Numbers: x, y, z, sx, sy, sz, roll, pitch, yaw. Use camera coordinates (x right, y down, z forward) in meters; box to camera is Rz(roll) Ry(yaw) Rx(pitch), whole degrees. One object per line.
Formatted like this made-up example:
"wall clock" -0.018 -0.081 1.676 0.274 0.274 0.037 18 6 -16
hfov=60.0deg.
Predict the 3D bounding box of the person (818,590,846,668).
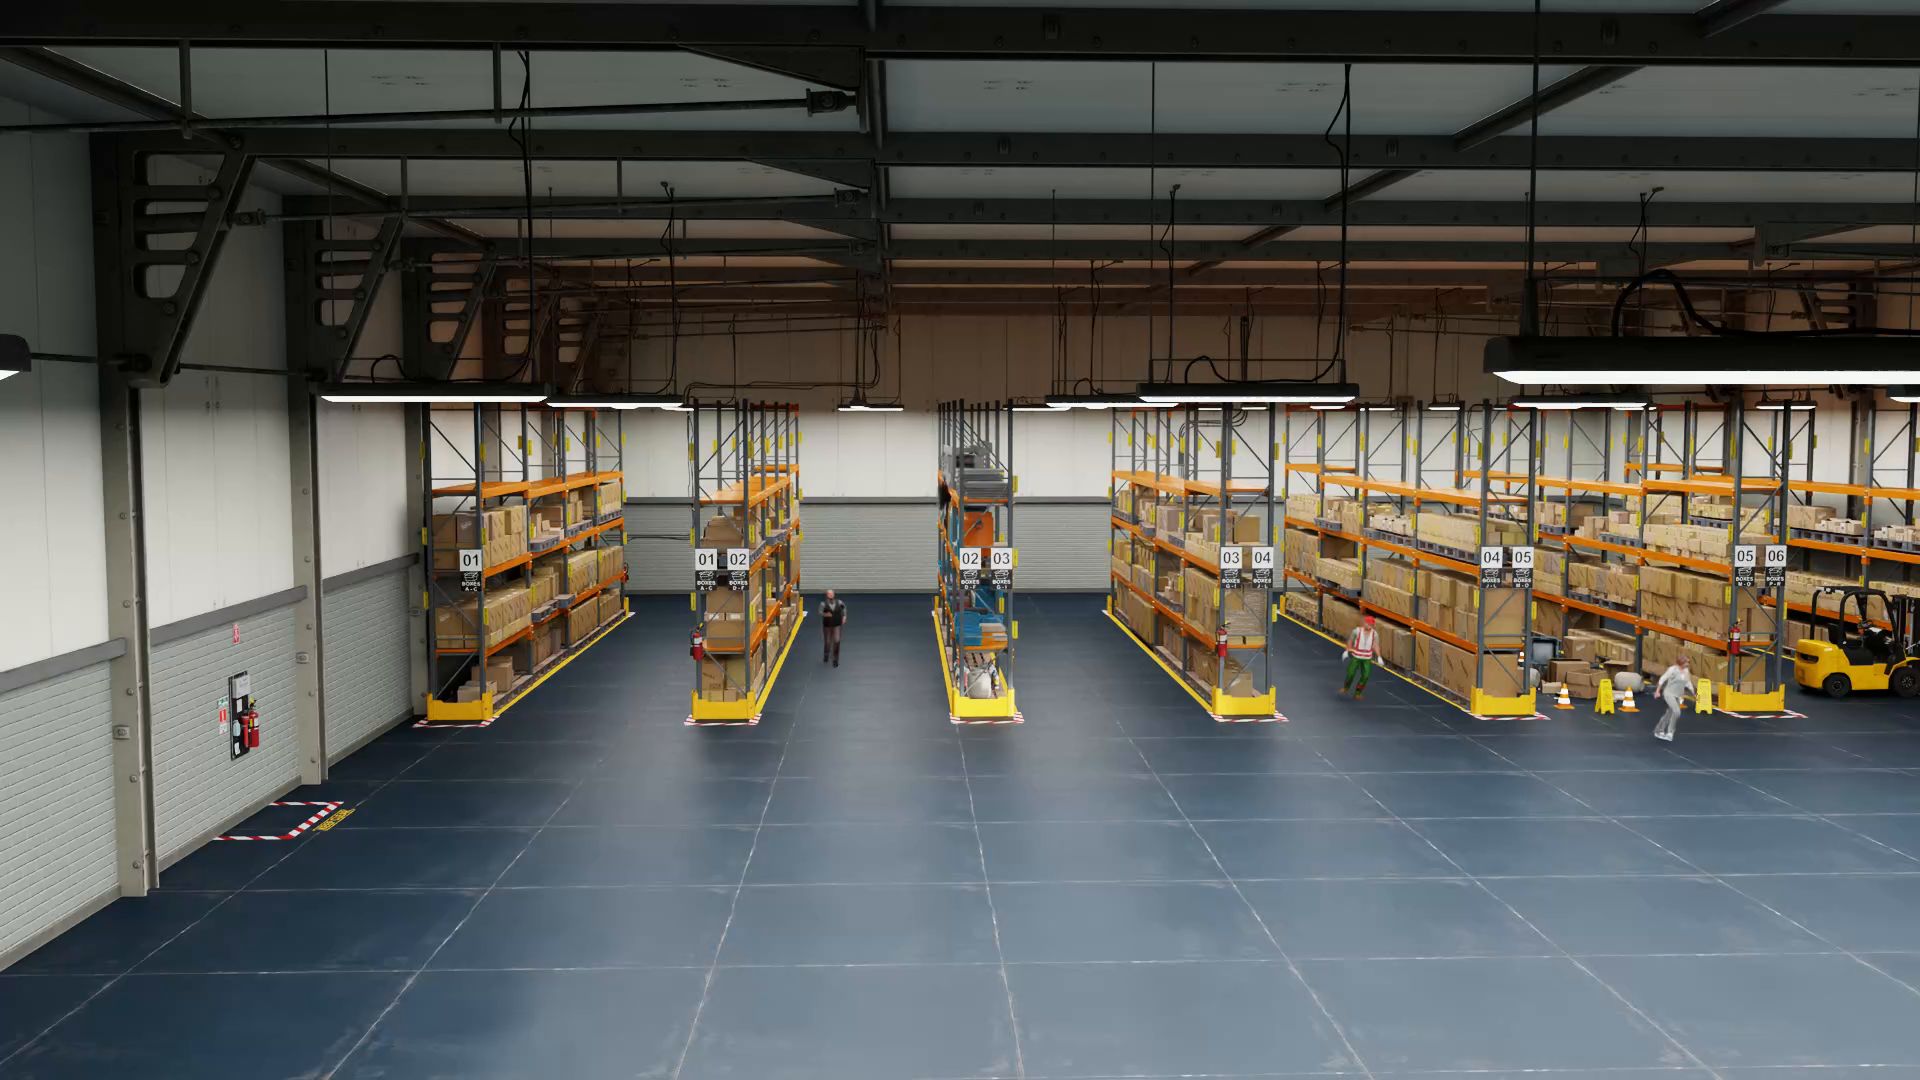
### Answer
"person" -2.909 1.999 37.804 0.642 1.771 0.904 0 4 -5

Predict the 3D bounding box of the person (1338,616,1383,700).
"person" 8.011 2.339 33.187 0.806 1.699 0.651 0 4 1

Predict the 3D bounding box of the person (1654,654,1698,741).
"person" 12.477 2.737 29.029 0.504 1.535 0.735 -2 5 -25
